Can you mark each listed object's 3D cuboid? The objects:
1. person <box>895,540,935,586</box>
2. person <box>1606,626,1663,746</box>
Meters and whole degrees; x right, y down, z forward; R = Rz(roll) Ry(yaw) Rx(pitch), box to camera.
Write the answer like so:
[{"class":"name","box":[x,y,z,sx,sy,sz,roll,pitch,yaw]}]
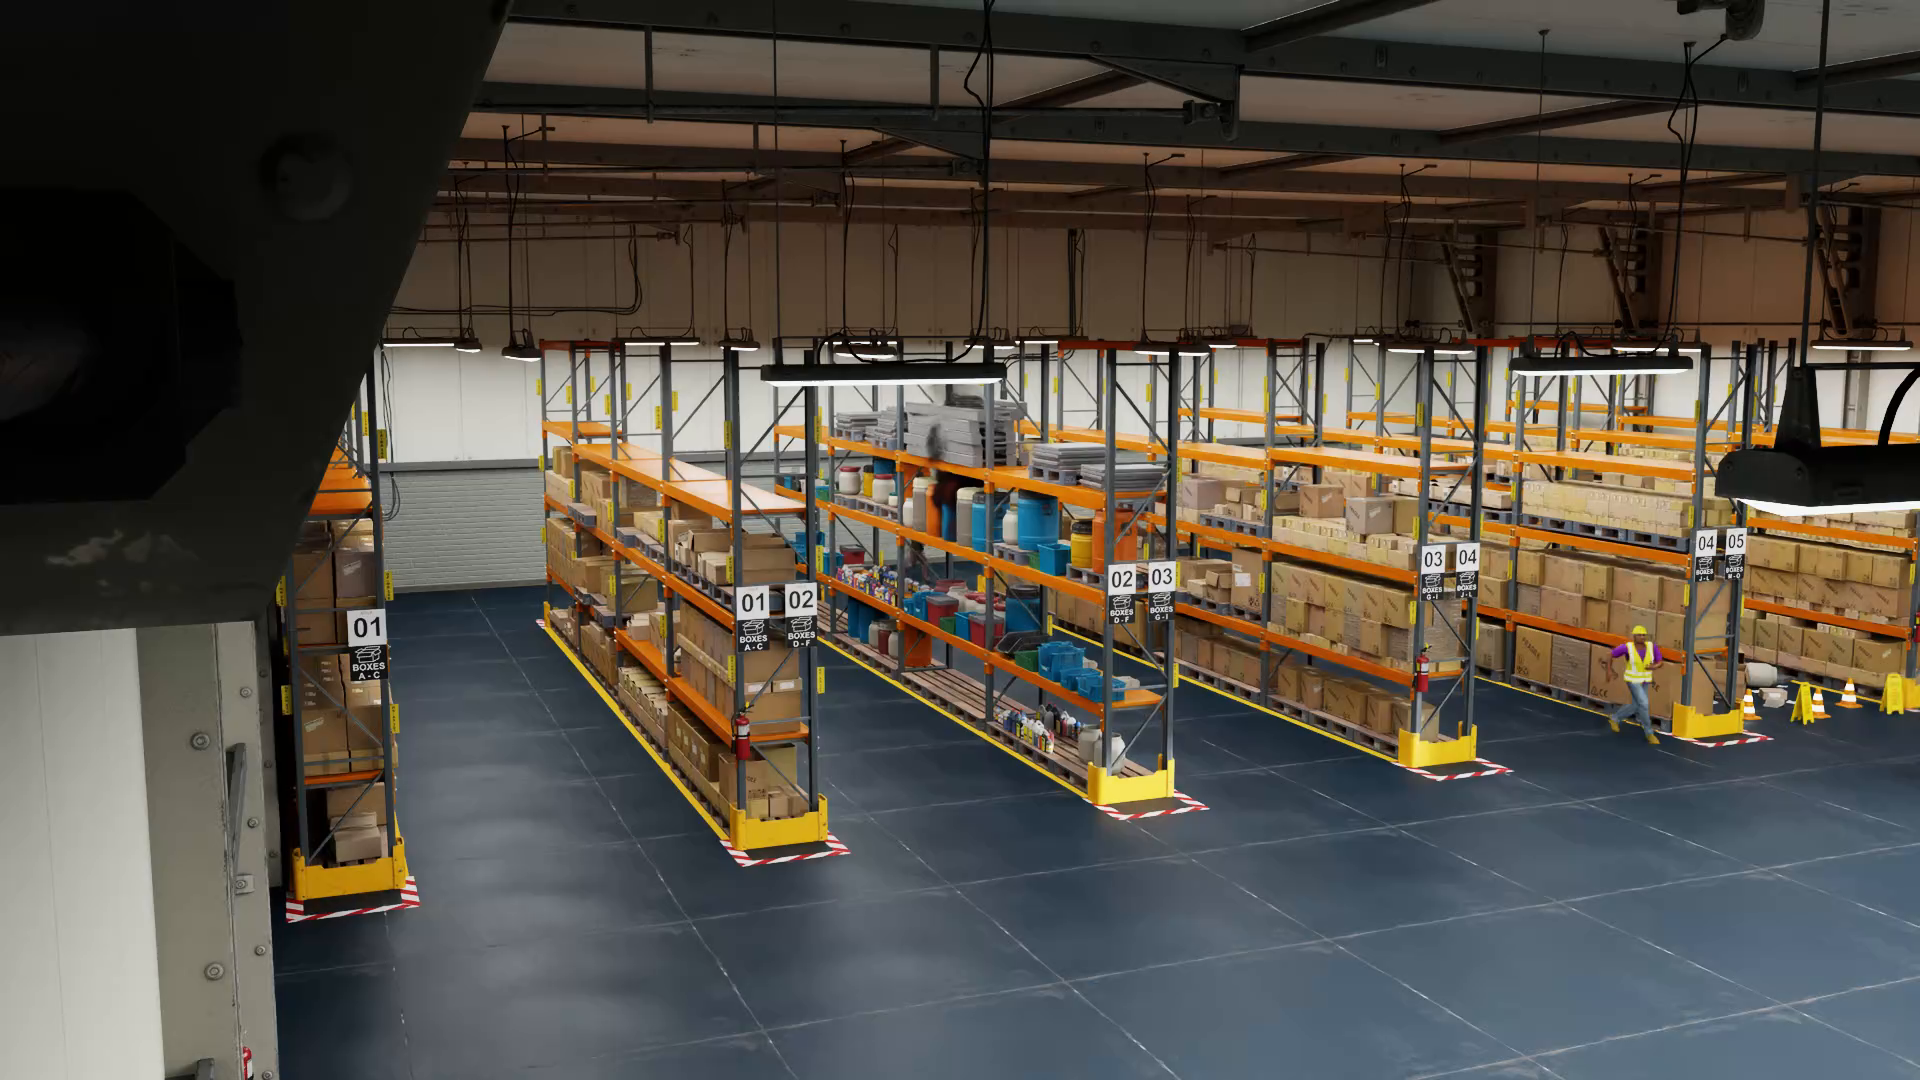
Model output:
[{"class":"person","box":[-1.123,0.296,40.317,1.008,1.680,0.696,0,7,-3]},{"class":"person","box":[10.316,2.183,25.336,0.765,1.781,0.850,-2,8,-17]}]
